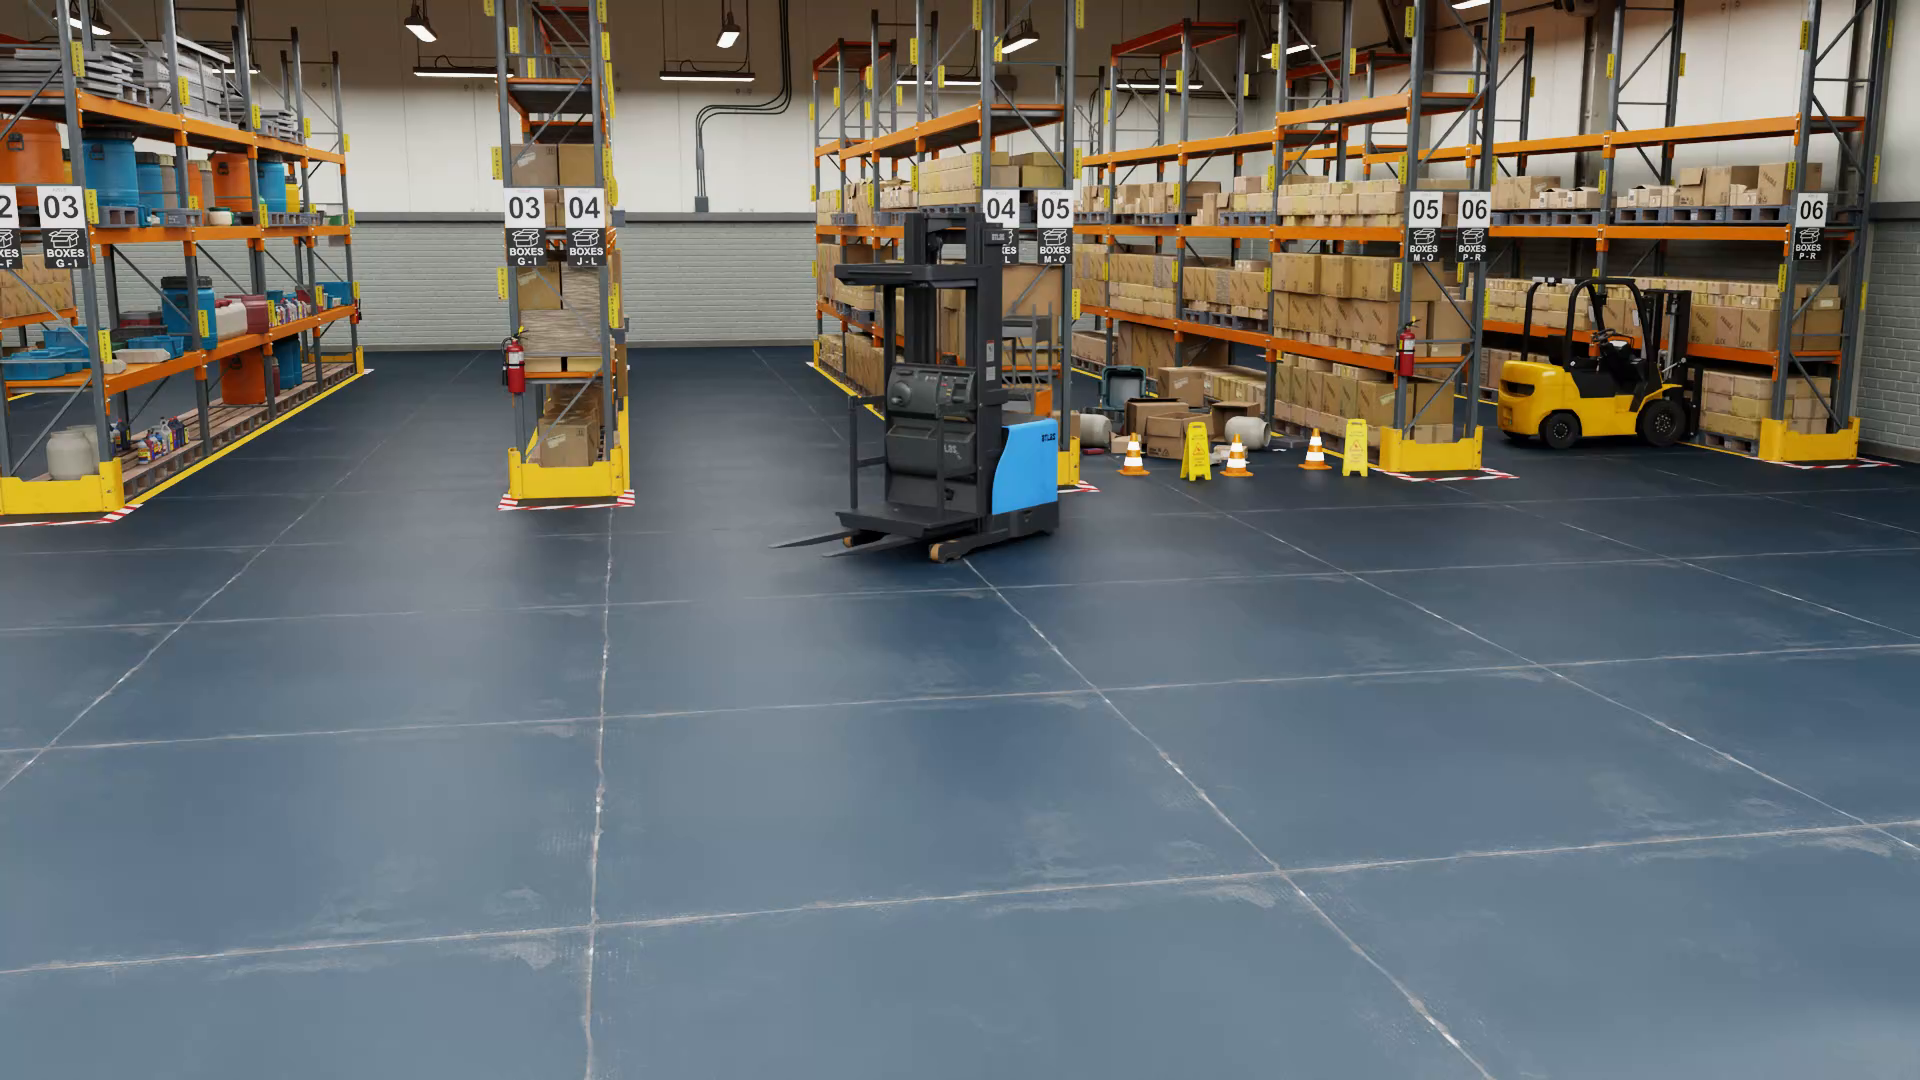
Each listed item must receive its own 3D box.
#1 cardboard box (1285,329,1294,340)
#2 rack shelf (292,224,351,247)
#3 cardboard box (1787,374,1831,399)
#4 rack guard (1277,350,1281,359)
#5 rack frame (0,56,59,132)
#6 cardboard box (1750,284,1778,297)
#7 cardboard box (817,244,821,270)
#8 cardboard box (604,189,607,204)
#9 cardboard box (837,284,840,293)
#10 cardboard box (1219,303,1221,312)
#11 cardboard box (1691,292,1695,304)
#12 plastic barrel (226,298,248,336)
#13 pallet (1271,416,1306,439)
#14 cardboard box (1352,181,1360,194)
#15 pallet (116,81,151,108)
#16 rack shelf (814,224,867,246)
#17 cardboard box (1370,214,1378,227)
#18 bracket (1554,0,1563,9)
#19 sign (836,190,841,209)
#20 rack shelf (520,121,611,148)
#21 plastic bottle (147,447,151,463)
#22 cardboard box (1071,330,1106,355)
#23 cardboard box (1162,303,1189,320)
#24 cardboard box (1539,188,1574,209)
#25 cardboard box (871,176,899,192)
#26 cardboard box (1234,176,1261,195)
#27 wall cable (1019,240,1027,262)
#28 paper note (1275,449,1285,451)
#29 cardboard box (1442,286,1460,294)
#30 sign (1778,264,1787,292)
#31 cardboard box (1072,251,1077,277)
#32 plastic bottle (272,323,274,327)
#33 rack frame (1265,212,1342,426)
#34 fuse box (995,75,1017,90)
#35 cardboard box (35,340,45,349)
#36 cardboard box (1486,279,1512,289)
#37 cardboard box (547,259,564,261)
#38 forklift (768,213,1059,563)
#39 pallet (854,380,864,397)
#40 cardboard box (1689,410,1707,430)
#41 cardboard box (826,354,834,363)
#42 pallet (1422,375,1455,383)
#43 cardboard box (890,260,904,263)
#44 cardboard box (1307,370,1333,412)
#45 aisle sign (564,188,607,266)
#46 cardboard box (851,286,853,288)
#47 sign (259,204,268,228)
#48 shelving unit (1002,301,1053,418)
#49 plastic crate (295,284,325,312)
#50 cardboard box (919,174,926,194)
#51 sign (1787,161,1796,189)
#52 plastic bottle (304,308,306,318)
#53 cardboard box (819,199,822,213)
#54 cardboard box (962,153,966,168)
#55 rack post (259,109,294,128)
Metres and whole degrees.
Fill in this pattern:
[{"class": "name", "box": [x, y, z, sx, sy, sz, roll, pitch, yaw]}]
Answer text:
[{"class": "cardboard box", "box": [4.626, -2.797, 22.544, 0.380, 0.149, 0.250, -2, 11, -9]}, {"class": "rack shelf", "box": [-11.744, -5.448, 29.702, 1.077, 0.370, 4.000, -2, 11, -11]}, {"class": "cardboard box", "box": [10.518, -1.924, 20.840, 0.500, 0.250, 0.500, -2, 11, -12]}, {"class": "rack guard", "box": [7.329, -4.175, 35.794, 1.175, 0.500, 0.348, -2, 11, -11]}, {"class": "rack frame", "box": [-16.993, -7.463, 30.338, 1.000, 3.000, 0.127, -2, 11, -11]}, {"class": "cardboard box", "box": [10.071, -3.098, 20.655, 0.380, 0.149, 0.250, -2, 11, -11]}, {"class": "cardboard box", "box": [-2.563, -5.632, 33.025, 0.500, 0.500, 0.500, -2, 11, -11]}, {"class": "cardboard box", "box": [-3.945, -3.646, 17.645, 0.380, 0.149, 0.250, -2, 11, -10]}, {"class": "cardboard box", "box": [-1.934, -4.396, 29.024, 0.380, 0.149, 0.250, -2, 11, -12]}, {"class": "cardboard box", "box": [4.162, -3.537, 25.306, 0.380, 0.149, 0.250, -2, 11, -9]}, {"class": "cardboard box", "box": [9.850, -3.187, 21.916, 0.380, 0.149, 0.250, -2, 11, -11]}, {"class": "plastic barrel", "box": [-10.168, -3.102, 23.172, 0.421, 0.512, 0.421, 0, 11, 0]}, {"class": "pallet", "box": [4.945, -1.543, 22.739, 1.003, 0.211, 1.213, -2, 11, -11]}, {"class": "cardboard box", "box": [5.058, -4.332, 20.449, 0.380, 0.149, 0.250, -2, 11, -13]}, {"class": "pallet", "box": [-9.371, -4.778, 17.806, 1.003, 0.211, 1.213, -2, 11, -11]}, {"class": "rack shelf", "box": [-2.001, -5.790, 31.498, 1.077, 0.370, 4.000, -2, 11, -11]}, {"class": "cardboard box", "box": [5.115, -3.801, 19.794, 0.380, 0.149, 0.250, -2, 11, -9]}, {"class": "bracket", "box": [9.579, -8.522, 26.276, 0.235, 0.232, 0.430, -2, 11, -11]}, {"class": "sign", "box": [-2.143, -6.010, 29.344, 0.100, 0.325, 0.005, -2, 11, -11]}, {"class": "rack shelf", "box": [-5.330, -5.438, 22.696, 1.077, 0.370, 4.000, -2, 11, -11]}, {"class": "plastic bottle", "box": [-9.089, -0.965, 18.551, 0.097, 0.201, 0.097, 0, 11, 0]}, {"class": "cardboard box", "box": [2.672, -4.066, 34.265, 0.875, 0.438, 0.875, -3, 11, -13]}, {"class": "cardboard box", "box": [3.649, -3.778, 27.425, 0.500, 0.250, 0.500, -3, 11, -13]}, {"class": "cardboard box", "box": [9.119, -5.166, 25.140, 0.500, 0.311, 0.500, -3, 11, -13]}, {"class": "cardboard box", "box": [-1.168, -5.533, 25.909, 0.396, 0.266, 0.258, -2, 11, -11]}, {"class": "cardboard box", "box": [4.322, -5.175, 24.279, 0.500, 0.250, 0.500, -2, 11, -10]}, {"class": "wall cable", "box": [1.326, -6.783, 40.013, 0.585, 1.953, 0.123, -2, 11, -11]}, {"class": "paper note", "box": [4.073, -1.152, 21.166, 0.142, 0.019, 0.148, -6, 13, -31]}, {"class": "cardboard box", "box": [8.347, -4.264, 28.855, 0.500, 0.250, 0.500, -3, 11, -14]}, {"class": "sign", "box": [9.891, -3.150, 19.995, 0.100, 0.325, 0.005, -2, 11, -11]}, {"class": "cardboard box", "box": [2.475, -5.489, 33.071, 0.500, 0.500, 0.500, -2, 11, -11]}, {"class": "plastic bottle", "box": [-10.435, -3.343, 25.069, 0.152, 0.276, 0.135, -2, 11, -11]}, {"class": "rack frame", "box": [4.780, -3.035, 23.119, 1.000, 3.000, 0.127, -2, 11, -11]}, {"class": "fuse box", "box": [1.083, -10.774, 39.177, 0.513, 0.334, 0.176, -2, 11, -11]}, {"class": "cardboard box", "box": [-16.646, -3.413, 30.615, 0.500, 0.500, 0.500, -2, 11, -11]}, {"class": "cardboard box", "box": [8.771, -4.153, 26.992, 0.380, 0.149, 0.250, -2, 11, -9]}, {"class": "cardboard box", "box": [-4.710, -2.902, 18.686, 0.500, 0.500, 0.500, -2, 11, -11]}, {"class": "forklift", "box": [-0.387, -1.349, 14.443, 1.130, 2.935, 3.031, 8, 14, 38]}, {"class": "pallet", "box": [-1.219, -2.567, 28.117, 1.003, 0.211, 1.213, -2, 11, -11]}, {"class": "cardboard box", "box": [9.849, -1.596, 21.791, 0.500, 0.250, 0.500, -2, 11, -10]}, {"class": "cardboard box", "box": [-2.368, -3.502, 32.074, 0.380, 0.149, 0.250, -3, 11, -14]}, {"class": "pallet", "box": [8.762, -2.718, 28.912, 1.003, 0.211, 1.213, -2, 11, -11]}, {"class": "cardboard box", "box": [-0.657, -3.935, 24.905, 0.700, 0.500, 0.500, -2, 11, -12]}, {"class": "cardboard box", "box": [4.844, -1.948, 21.633, 0.500, 0.500, 0.500, -2, 11, -8]}, {"class": "aisle sign", "box": [-3.857, -3.217, 17.125, 0.394, 0.787, 0.004, -2, 11, -11]}, {"class": "cardboard box", "box": [-1.574, -4.206, 27.228, 0.380, 0.149, 0.250, -2, 11, -11]}, {"class": "sign", "box": [-10.039, -4.671, 23.974, 0.100, 0.325, 0.005, -2, 11, -11]}, {"class": "shelving unit", "box": [0.612, -1.232, 16.048, 0.431, 2.100, 0.503, 4, 12, 21]}, {"class": "plastic crate", "box": [-11.283, -4.195, 28.884, 0.402, 0.464, 0.583, -2, 11, -11]}, {"class": "cardboard box", "box": [-0.236, -4.538, 21.208, 0.500, 0.250, 0.500, -2, 11, -11]}, {"class": "sign", "box": [9.891, -4.335, 19.770, 0.100, 0.325, 0.005, -2, 11, -11]}, {"class": "plastic bottle", "box": [-10.912, -3.783, 27.582, 0.097, 0.201, 0.097, 0, 11, 0]}, {"class": "cardboard box", "box": [-2.457, -6.497, 32.350, 0.500, 0.250, 0.500, -2, 11, -12]}, {"class": "cardboard box", "box": [0.226, -4.242, 18.588, 0.380, 0.149, 0.250, -2, 11, -10]}, {"class": "rack post", "box": [-11.222, -6.716, 26.616, 0.937, 0.300, 0.954, -2, 11, -12]}]
